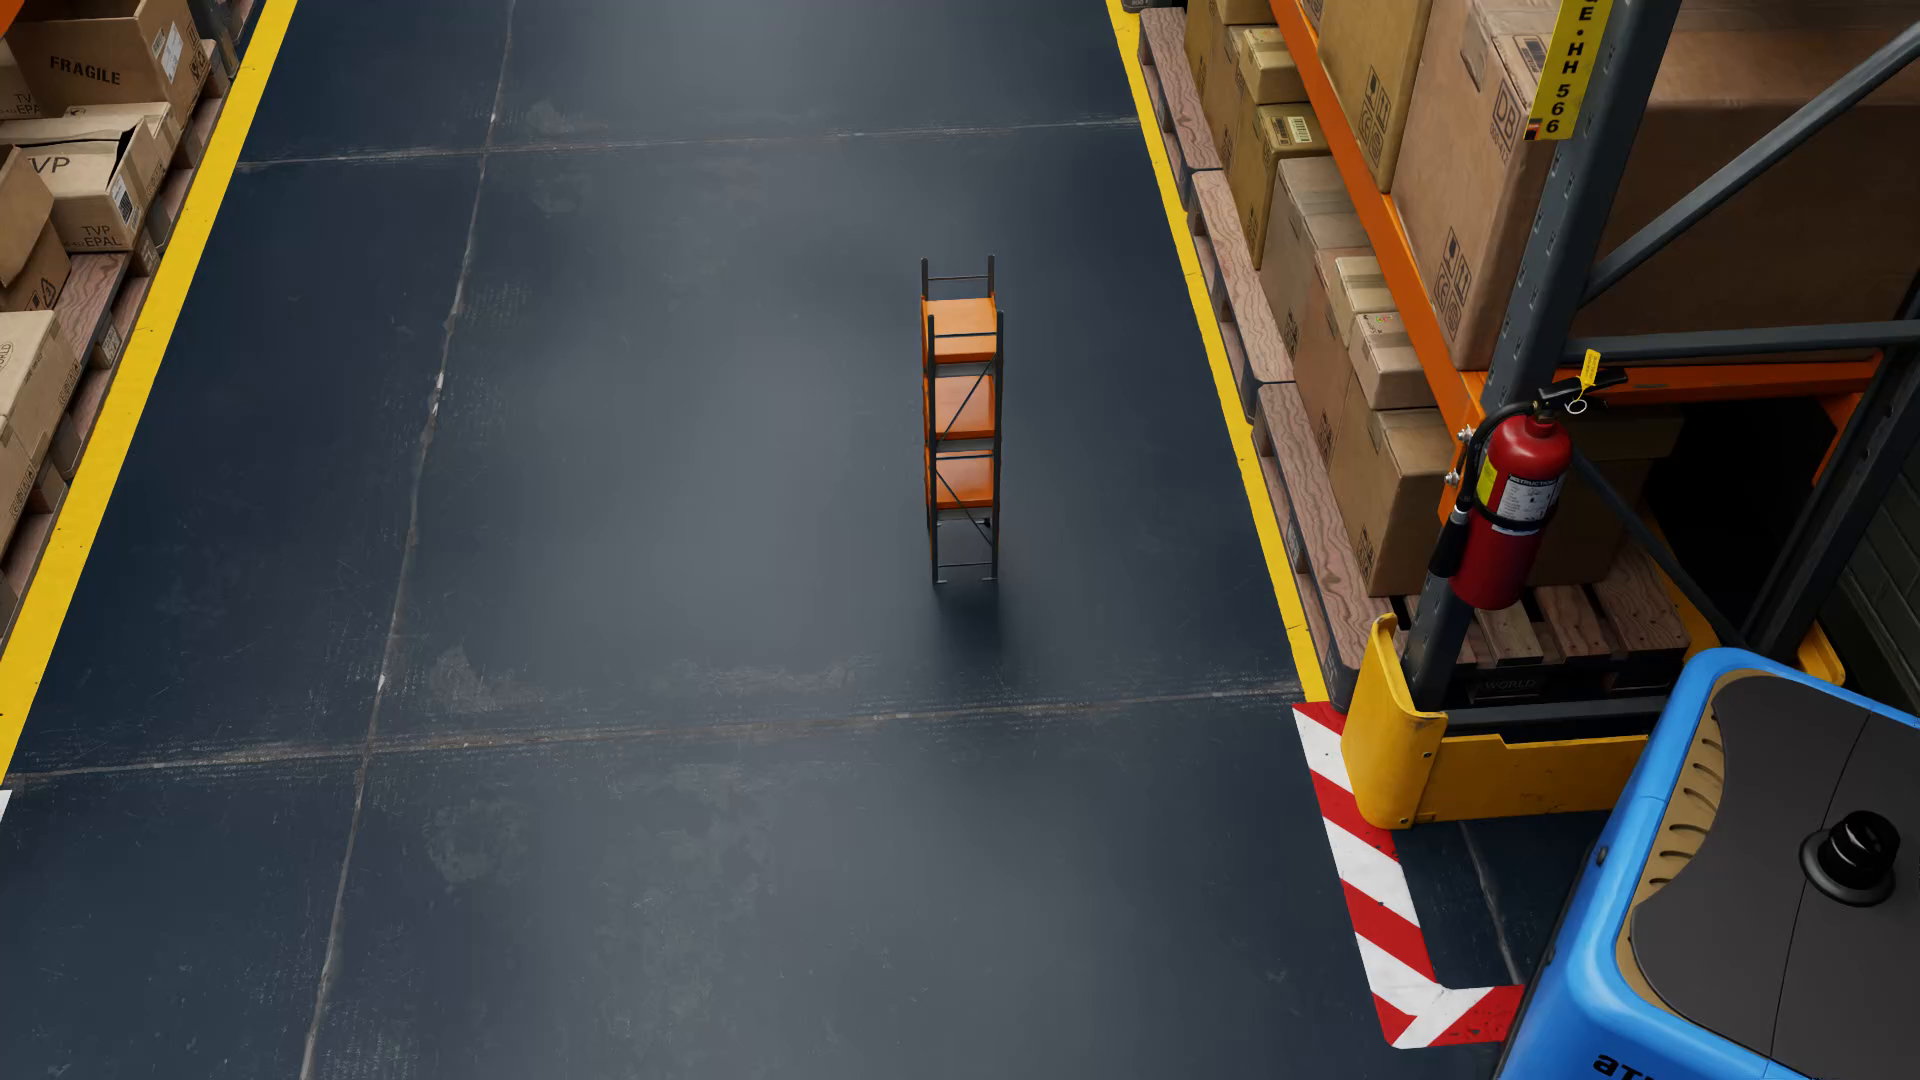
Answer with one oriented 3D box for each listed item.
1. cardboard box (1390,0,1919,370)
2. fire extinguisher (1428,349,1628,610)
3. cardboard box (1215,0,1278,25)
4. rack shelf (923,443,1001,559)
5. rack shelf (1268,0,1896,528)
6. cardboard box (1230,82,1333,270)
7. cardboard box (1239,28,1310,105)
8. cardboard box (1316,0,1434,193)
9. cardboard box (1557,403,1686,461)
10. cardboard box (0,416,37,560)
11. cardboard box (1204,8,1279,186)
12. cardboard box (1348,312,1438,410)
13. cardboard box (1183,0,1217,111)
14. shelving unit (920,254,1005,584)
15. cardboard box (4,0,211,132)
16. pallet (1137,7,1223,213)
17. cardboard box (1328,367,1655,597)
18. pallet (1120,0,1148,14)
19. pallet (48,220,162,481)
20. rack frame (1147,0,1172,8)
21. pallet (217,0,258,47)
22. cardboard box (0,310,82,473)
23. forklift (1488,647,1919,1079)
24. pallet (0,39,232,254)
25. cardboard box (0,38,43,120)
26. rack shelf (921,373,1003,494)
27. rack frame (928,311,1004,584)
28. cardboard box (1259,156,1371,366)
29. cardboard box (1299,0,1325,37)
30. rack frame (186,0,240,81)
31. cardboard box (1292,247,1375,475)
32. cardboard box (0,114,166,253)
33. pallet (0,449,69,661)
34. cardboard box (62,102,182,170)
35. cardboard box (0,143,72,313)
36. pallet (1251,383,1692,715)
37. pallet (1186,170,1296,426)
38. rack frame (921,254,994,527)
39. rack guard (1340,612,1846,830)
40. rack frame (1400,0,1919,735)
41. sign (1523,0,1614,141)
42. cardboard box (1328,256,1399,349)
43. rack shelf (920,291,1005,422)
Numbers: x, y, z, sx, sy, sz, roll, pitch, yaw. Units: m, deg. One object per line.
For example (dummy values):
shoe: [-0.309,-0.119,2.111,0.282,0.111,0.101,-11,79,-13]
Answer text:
cardboard box: [1.612,-0.891,3.822,0.980,0.700,0.700,-2,47,-1]
fire extinguisher: [1.217,-0.128,3.615,0.296,0.674,0.183,-3,47,-3]
cardboard box: [1.137,-2.016,6.079,0.380,0.149,0.250,-2,47,-2]
rack shelf: [0.004,-0.124,5.042,0.215,0.259,0.240,-3,47,-3]
rack shelf: [1.497,-1.619,5.213,1.077,0.370,4.000,-3,47,-3]
cardboard box: [1.370,-1.316,5.863,0.700,0.500,0.500,-3,47,-2]
cardboard box: [1.181,-1.638,5.721,0.380,0.149,0.250,-5,47,-4]
cardboard box: [1.540,-1.417,4.319,0.980,0.700,0.700,-4,47,-4]
cardboard box: [1.716,-0.350,4.501,0.380,0.149,0.250,-3,47,-3]
cardboard box: [-3.076,-0.094,4.864,0.500,0.250,0.500,-3,47,-3]
cardboard box: [1.329,-1.688,6.215,0.700,0.500,0.500,-4,47,-4]
cardboard box: [1.314,-0.510,4.653,0.380,0.149,0.250,-4,47,-4]
cardboard box: [1.290,-2.051,6.559,0.700,0.500,0.500,-3,47,-3]
shelving unit: [0.004,-0.322,4.832,0.215,1.050,0.252,-3,47,-3]
cardboard box: [-3.276,-1.907,6.409,0.500,0.500,0.500,-3,47,-3]
pallet: [1.315,-1.800,6.809,1.003,0.211,1.213,-3,47,-3]
cardboard box: [1.506,-0.205,4.811,0.700,0.500,0.500,-3,47,-3]
pallet: [1.190,-2.909,7.859,1.003,0.211,1.213,-3,47,-3]
pallet: [-3.444,-0.669,5.739,1.003,0.211,1.213,-3,47,-3]
rack frame: [1.330,-3.314,6.322,1.000,3.000,0.127,-3,47,-3]
pallet: [-3.712,-2.637,7.602,1.003,0.211,1.213,-3,47,-3]
cardboard box: [-3.118,-0.456,5.207,0.500,0.250,0.500,-3,47,-3]
forklift: [2.628,0.794,2.480,3.031,2.935,1.130,24,51,21]
pallet: [-3.550,-1.554,6.577,1.003,0.211,1.213,-3,47,-3]
cardboard box: [-3.787,-1.920,6.551,0.500,0.311,0.500,-3,47,-3]
rack shelf: [0.004,-0.315,4.840,0.215,0.259,0.240,-3,47,-3]
rack frame: [0.015,-0.234,4.749,0.200,1.050,0.008,-3,47,-3]
cardboard box: [1.422,-0.931,5.498,0.700,0.500,0.500,-5,47,-5]
cardboard box: [1.485,-1.969,4.842,0.980,0.700,0.700,-6,47,-5]
rack frame: [-3.606,-3.010,6.035,1.000,3.000,0.127,-3,47,-3]
cardboard box: [1.464,-0.567,5.153,0.700,0.500,0.500,-4,47,-3]
cardboard box: [-3.213,-1.299,5.963,0.500,0.311,0.500,-3,47,-3]
pallet: [-3.345,0.211,4.905,1.003,0.211,1.213,-3,47,-3]
cardboard box: [-3.185,-1.518,6.283,0.380,0.149,0.250,-3,47,-3]
cardboard box: [-3.444,-0.944,5.494,0.797,0.503,0.637,-3,47,-3]
pallet: [1.520,-0.035,5.137,1.003,0.211,1.213,-3,47,-3]
pallet: [1.421,-0.915,5.971,1.003,0.211,1.213,-3,47,-3]
rack frame: [-0.006,-0.411,4.916,0.200,1.050,0.008,-3,47,-3]
rack guard: [1.667,0.457,4.473,1.175,0.500,0.348,-3,47,-3]
rack frame: [1.665,-0.420,3.582,1.000,3.000,0.127,-3,47,-3]
sign: [1.123,-0.876,3.054,0.100,0.325,0.005,-3,47,-3]
cardboard box: [1.292,-0.695,4.828,0.380,0.149,0.250,-2,47,-2]
rack shelf: [0.004,-0.510,4.634,0.215,0.259,0.240,-3,47,-3]
